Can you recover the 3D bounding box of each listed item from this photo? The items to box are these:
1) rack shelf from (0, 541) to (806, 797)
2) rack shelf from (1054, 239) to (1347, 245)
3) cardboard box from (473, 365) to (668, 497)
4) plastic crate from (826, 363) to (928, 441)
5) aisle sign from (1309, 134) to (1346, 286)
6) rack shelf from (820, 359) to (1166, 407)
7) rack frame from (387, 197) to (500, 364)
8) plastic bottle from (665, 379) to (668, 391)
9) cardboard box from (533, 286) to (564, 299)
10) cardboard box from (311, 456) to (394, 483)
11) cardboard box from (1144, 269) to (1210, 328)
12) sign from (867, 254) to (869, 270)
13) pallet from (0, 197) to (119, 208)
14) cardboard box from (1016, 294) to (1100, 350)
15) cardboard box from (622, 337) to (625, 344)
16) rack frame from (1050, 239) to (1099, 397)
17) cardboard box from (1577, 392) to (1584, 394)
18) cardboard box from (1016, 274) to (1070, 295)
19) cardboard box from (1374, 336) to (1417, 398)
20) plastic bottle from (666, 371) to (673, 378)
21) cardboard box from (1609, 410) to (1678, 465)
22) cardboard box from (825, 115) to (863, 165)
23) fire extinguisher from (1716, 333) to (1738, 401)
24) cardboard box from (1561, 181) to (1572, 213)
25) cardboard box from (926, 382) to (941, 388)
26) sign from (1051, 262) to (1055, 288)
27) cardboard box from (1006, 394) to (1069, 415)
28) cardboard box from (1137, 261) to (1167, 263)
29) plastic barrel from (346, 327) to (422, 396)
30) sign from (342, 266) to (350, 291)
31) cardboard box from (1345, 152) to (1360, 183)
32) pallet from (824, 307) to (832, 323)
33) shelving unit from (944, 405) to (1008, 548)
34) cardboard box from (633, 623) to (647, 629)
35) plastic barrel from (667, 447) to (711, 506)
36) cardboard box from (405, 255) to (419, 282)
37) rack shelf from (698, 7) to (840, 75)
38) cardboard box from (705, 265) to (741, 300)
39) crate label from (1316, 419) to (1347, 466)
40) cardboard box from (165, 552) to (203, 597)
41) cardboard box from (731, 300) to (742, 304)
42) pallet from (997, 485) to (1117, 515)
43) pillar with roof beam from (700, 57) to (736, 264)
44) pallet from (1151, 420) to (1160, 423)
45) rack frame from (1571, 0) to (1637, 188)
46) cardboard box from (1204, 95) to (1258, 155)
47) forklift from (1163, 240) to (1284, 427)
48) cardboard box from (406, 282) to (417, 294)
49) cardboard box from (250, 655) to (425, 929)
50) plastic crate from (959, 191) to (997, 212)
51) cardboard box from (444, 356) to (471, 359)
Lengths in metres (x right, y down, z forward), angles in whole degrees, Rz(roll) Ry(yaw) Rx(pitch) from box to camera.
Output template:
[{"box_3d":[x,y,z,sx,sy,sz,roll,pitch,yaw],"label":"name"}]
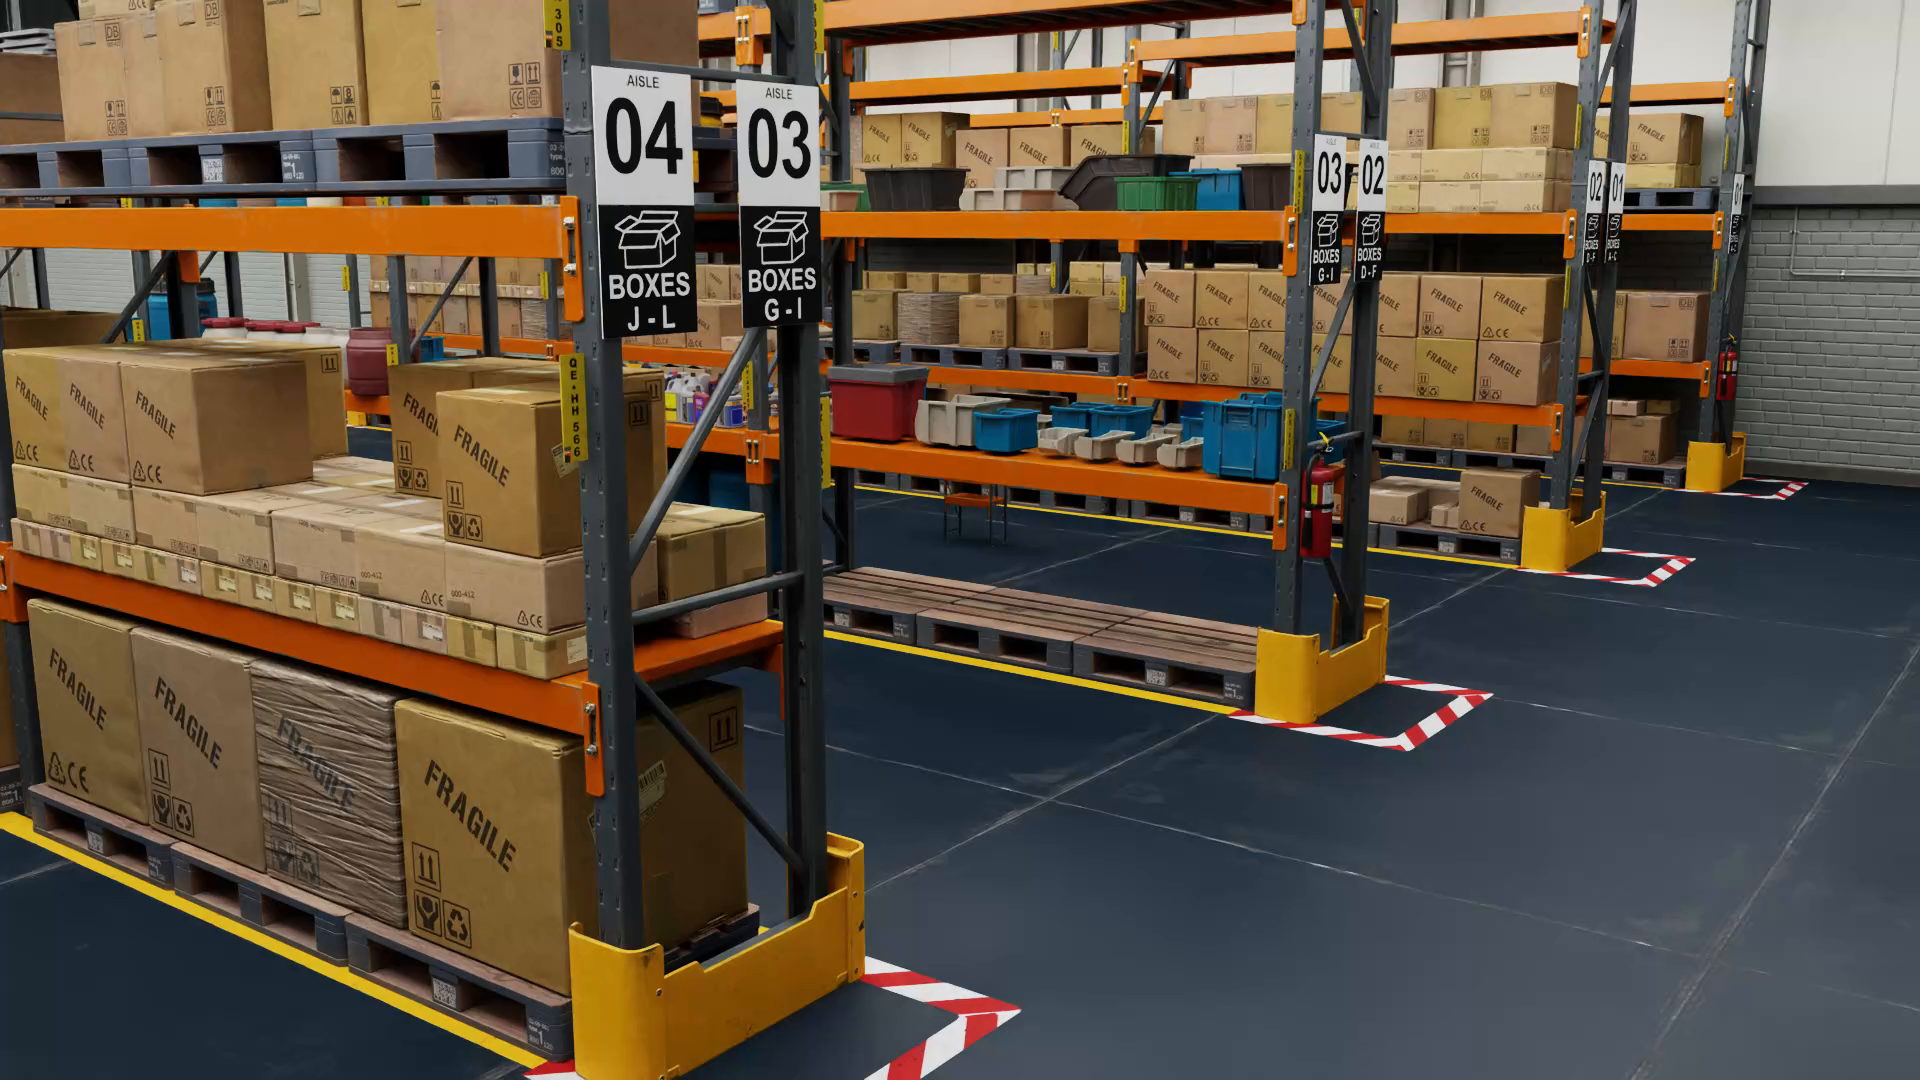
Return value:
[{"box_3d":[-2.442,0.333,6.804,4.000,0.370,1.077,8,13,36],"label":"rack shelf"},{"box_3d":[3.129,-3.864,20.603,4.000,0.370,1.077,8,13,36],"label":"rack shelf"},{"box_3d":[-1.460,-0.387,6.271,0.500,0.500,0.500,8,13,34],"label":"cardboard box"},{"box_3d":[-0.552,-0.925,11.088,0.583,0.464,0.402,8,13,36],"label":"plastic crate"},{"box_3d":[1.986,-1.777,8.972,0.004,0.787,0.394,8,13,36],"label":"aisle sign"},{"box_3d":[0.200,-1.633,16.965,4.000,0.370,1.077,8,13,36],"label":"rack shelf"},{"box_3d":[-4.347,-1.453,14.142,0.127,3.000,1.000,8,13,36],"label":"rack frame"},{"box_3d":[-2.206,-1.053,12.205,0.185,0.351,0.144,8,13,36],"label":"plastic bottle"},{"box_3d":[-4.982,-3.026,20.301,0.250,0.149,0.380,8,13,35],"label":"cardboard box"},{"box_3d":[-2.713,-0.193,7.240,0.500,0.250,0.500,8,14,37],"label":"cardboard box"},{"box_3d":[2.025,-2.205,15.134,0.500,0.500,0.500,8,14,37],"label":"cardboard box"},{"box_3d":[-1.381,-4.073,24.637,0.005,0.325,0.100,8,13,36],"label":"sign"},{"box_3d":[-4.823,-1.719,8.125,1.217,0.209,0.805,7,13,33],"label":"pallet"},{"box_3d":[0.971,-2.171,16.487,0.700,0.500,0.500,-11,15,-44],"label":"cardboard box"},{"box_3d":[-4.043,-2.406,19.731,0.250,0.149,0.380,8,13,36],"label":"cardboard box"},{"box_3d":[1.517,-2.969,21.982,0.127,3.000,1.000,8,13,36],"label":"rack frame"},{"box_3d":[6.745,-1.561,18.468,0.250,0.149,0.380,8,14,36],"label":"cardboard box"},{"box_3d":[1.133,-3.286,22.195,0.500,0.500,0.700,6,13,29],"label":"cardboard box"},{"box_3d":[3.695,-1.484,14.039,0.500,0.500,0.500,8,14,36],"label":"cardboard box"},{"box_3d":[-2.281,-1.198,13.162,0.097,0.271,0.097,0,11,0],"label":"plastic bottle"},{"box_3d":[7.342,-1.112,17.858,0.500,0.500,0.700,8,13,36],"label":"cardboard box"},{"box_3d":[-1.064,-4.173,17.411,0.500,0.500,0.500,8,13,36],"label":"cardboard box"},{"box_3d":[7.814,-1.761,16.922,0.183,0.674,0.296,8,13,36],"label":"fire extinguisher"},{"box_3d":[4.773,-2.807,13.639,0.500,0.250,0.500,8,13,36],"label":"cardboard box"},{"box_3d":[-0.270,-2.214,23.498,0.500,0.500,0.700,8,14,36],"label":"cardboard box"},{"box_3d":[1.204,-3.415,21.444,0.005,0.325,0.100,8,13,36],"label":"sign"},{"box_3d":[0.761,-1.322,16.914,0.500,0.250,0.500,8,14,36],"label":"cardboard box"},{"box_3d":[2.452,-3.473,21.508,0.500,0.250,0.500,7,13,34],"label":"cardboard box"},{"box_3d":[-4.900,-1.525,14.159,0.708,0.536,0.600,8,13,36],"label":"plastic barrel"},{"box_3d":[-8.193,-3.490,22.183,0.005,0.325,0.100,8,13,36],"label":"sign"},{"box_3d":[3.260,-3.143,14.058,0.500,0.250,0.500,8,13,36],"label":"cardboard box"},{"box_3d":[-1.177,-3.217,23.765,1.213,0.211,1.003,8,13,36],"label":"pallet"},{"box_3d":[0.133,-0.570,14.320,0.503,1.200,0.258,8,13,36],"label":"shelving unit"},{"box_3d":[-1.129,0.209,6.213,0.250,0.149,0.380,8,13,35],"label":"cardboard box"},{"box_3d":[-2.122,-0.322,12.718,0.708,0.901,0.600,8,13,36],"label":"plastic barrel"},{"box_3d":[-7.021,-3.677,21.962,0.500,0.500,0.700,8,13,34],"label":"cardboard box"},{"box_3d":[-2.735,-3.624,12.516,4.000,0.370,1.077,8,13,36],"label":"rack shelf"},{"box_3d":[-3.496,-3.901,25.166,0.500,0.500,0.500,8,14,37],"label":"cardboard box"},{"box_3d":[2.097,-0.579,9.907,0.303,0.233,0.416,8,13,36],"label":"crate label"},{"box_3d":[-2.968,0.108,6.734,0.250,0.149,0.380,8,14,36],"label":"cardboard box"},{"box_3d":[-3.079,-3.474,24.930,0.500,0.250,0.500,8,13,35],"label":"cardboard box"},{"box_3d":[1.134,-0.477,16.442,1.213,0.211,1.003,8,13,36],"label":"pallet"},{"box_3d":[-6.403,-6.209,22.932,0.548,9.000,9.100,8,13,36],"label":"pillar with roof beam"},{"box_3d":[2.108,-1.500,21.729,1.213,0.211,1.003,8,13,36],"label":"pallet"},{"box_3d":[5.036,-4.257,12.840,0.127,3.000,1.000,8,13,36],"label":"rack frame"},{"box_3d":[2.546,-3.647,14.690,0.500,0.500,0.700,8,13,36],"label":"cardboard box"},{"box_3d":[3.183,-2.271,18.552,1.130,2.935,3.031,5,12,23],"label":"forklift"},{"box_3d":[-7.054,-3.314,21.793,0.250,0.149,0.380,8,13,35],"label":"cardboard box"},{"box_3d":[-2.127,0.880,6.573,0.875,0.875,0.875,8,13,36],"label":"cardboard box"},{"box_3d":[0.128,-2.262,11.119,0.466,0.136,0.293,8,13,36],"label":"plastic crate"},{"box_3d":[-6.745,-2.130,21.801,0.500,0.500,0.500,8,13,36],"label":"cardboard box"}]
